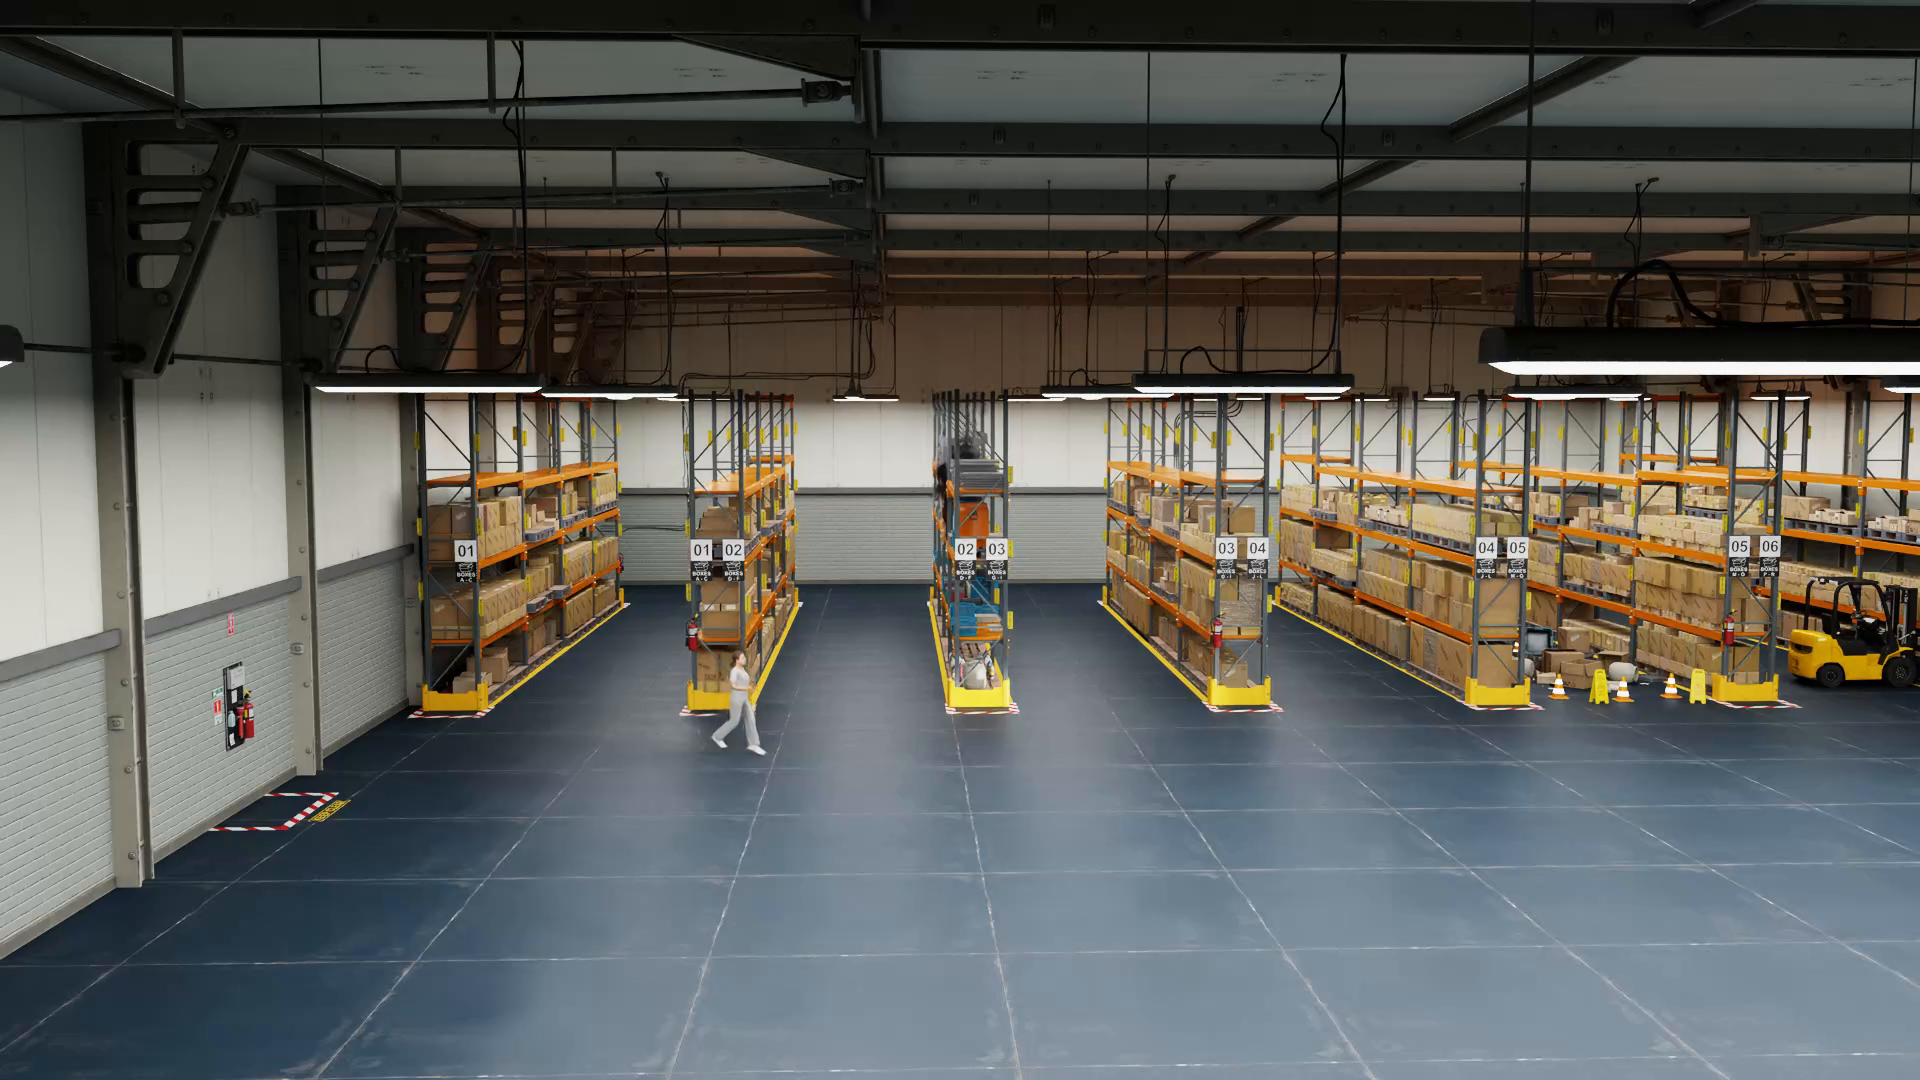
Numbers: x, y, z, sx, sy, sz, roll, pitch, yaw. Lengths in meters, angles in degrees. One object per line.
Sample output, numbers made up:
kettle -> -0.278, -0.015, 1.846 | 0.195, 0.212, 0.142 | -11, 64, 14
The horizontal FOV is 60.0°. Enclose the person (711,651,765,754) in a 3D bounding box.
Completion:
person -> -3.645, 2.657, 27.275 | 0.929, 1.698, 0.584 | 1, 5, 16

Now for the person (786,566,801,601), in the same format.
person -> -5.011, 0.938, 48.265 | 0.785, 1.688, 0.688 | 0, 5, 5
